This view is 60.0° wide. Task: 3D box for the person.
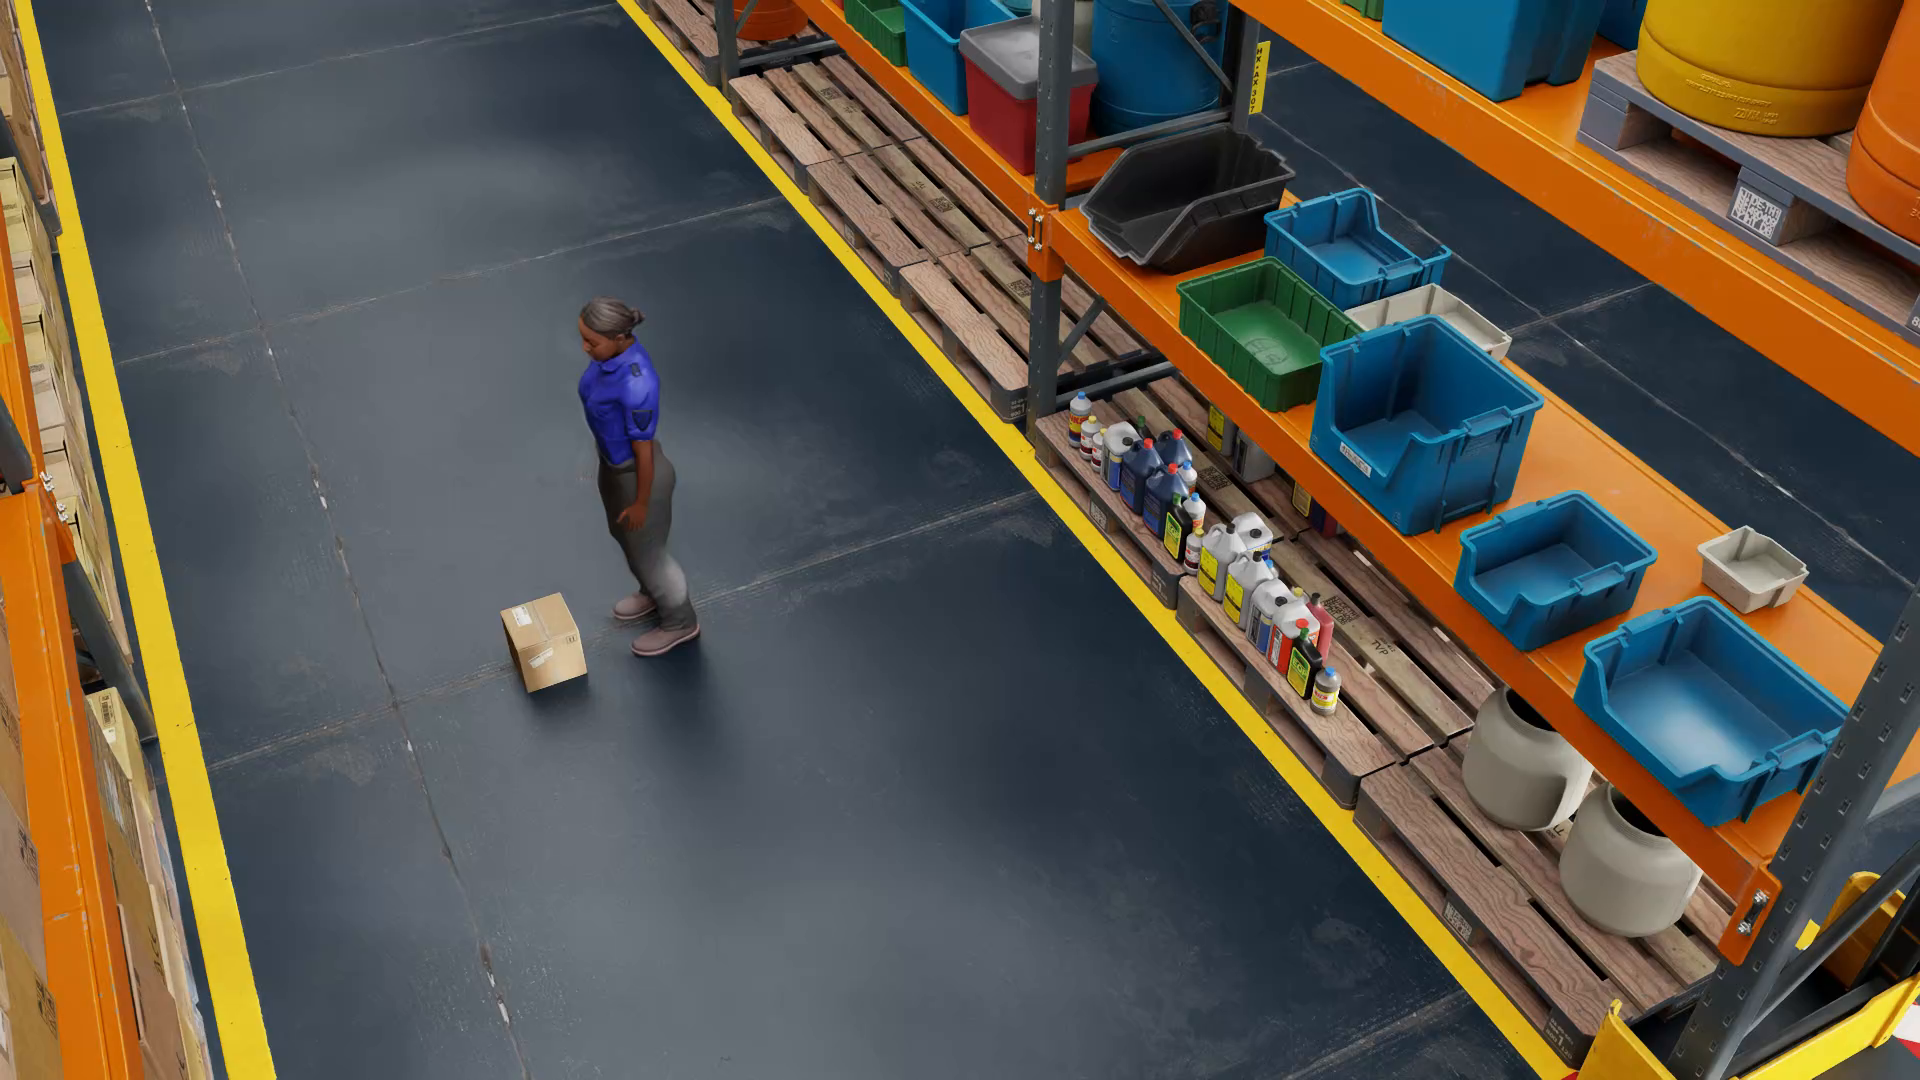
[{"bbox_3d":[-1.268,-0.246,6.448,0.304,1.655,0.438,-18,45,-19],"label":"person"}]
